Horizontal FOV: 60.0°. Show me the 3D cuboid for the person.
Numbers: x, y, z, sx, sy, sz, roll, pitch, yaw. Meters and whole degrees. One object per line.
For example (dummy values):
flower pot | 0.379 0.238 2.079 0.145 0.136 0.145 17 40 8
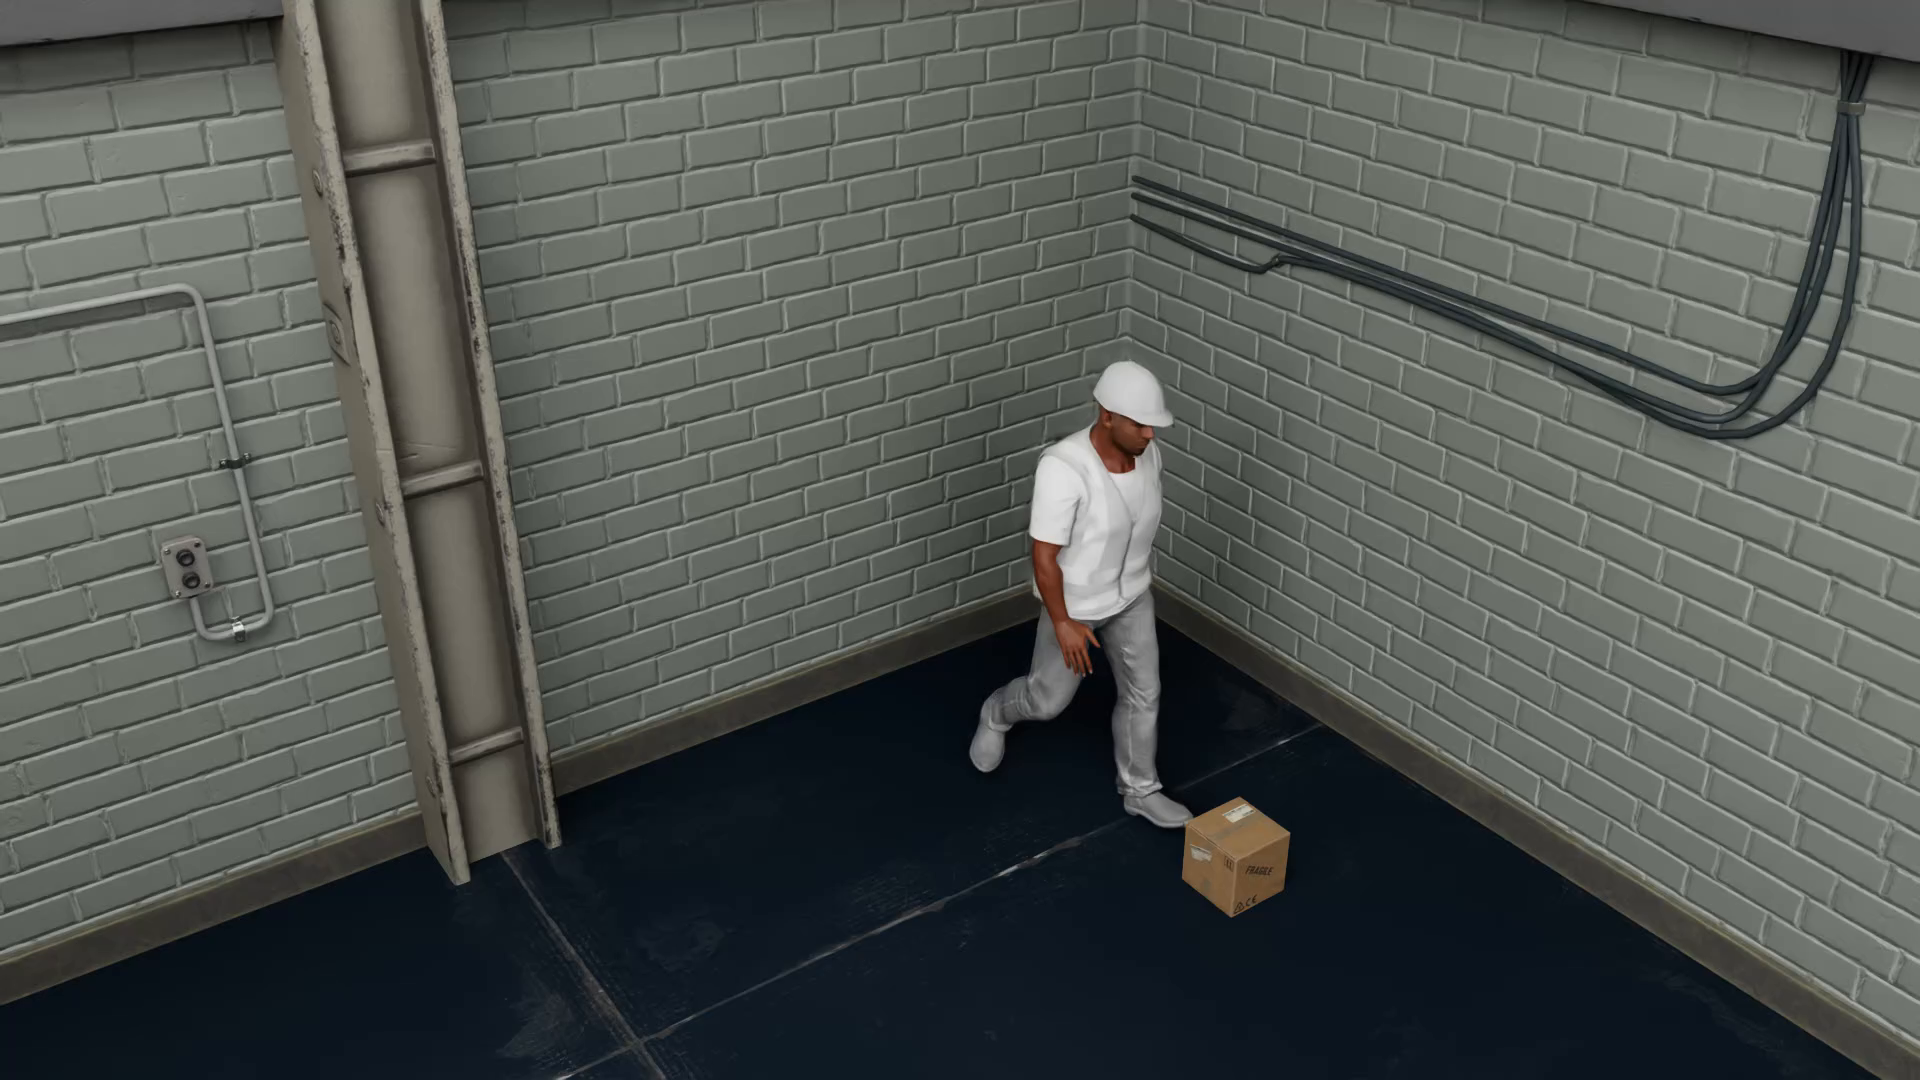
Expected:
person | 0.439 0.178 5.770 0.582 1.750 0.890 -19 34 -31
